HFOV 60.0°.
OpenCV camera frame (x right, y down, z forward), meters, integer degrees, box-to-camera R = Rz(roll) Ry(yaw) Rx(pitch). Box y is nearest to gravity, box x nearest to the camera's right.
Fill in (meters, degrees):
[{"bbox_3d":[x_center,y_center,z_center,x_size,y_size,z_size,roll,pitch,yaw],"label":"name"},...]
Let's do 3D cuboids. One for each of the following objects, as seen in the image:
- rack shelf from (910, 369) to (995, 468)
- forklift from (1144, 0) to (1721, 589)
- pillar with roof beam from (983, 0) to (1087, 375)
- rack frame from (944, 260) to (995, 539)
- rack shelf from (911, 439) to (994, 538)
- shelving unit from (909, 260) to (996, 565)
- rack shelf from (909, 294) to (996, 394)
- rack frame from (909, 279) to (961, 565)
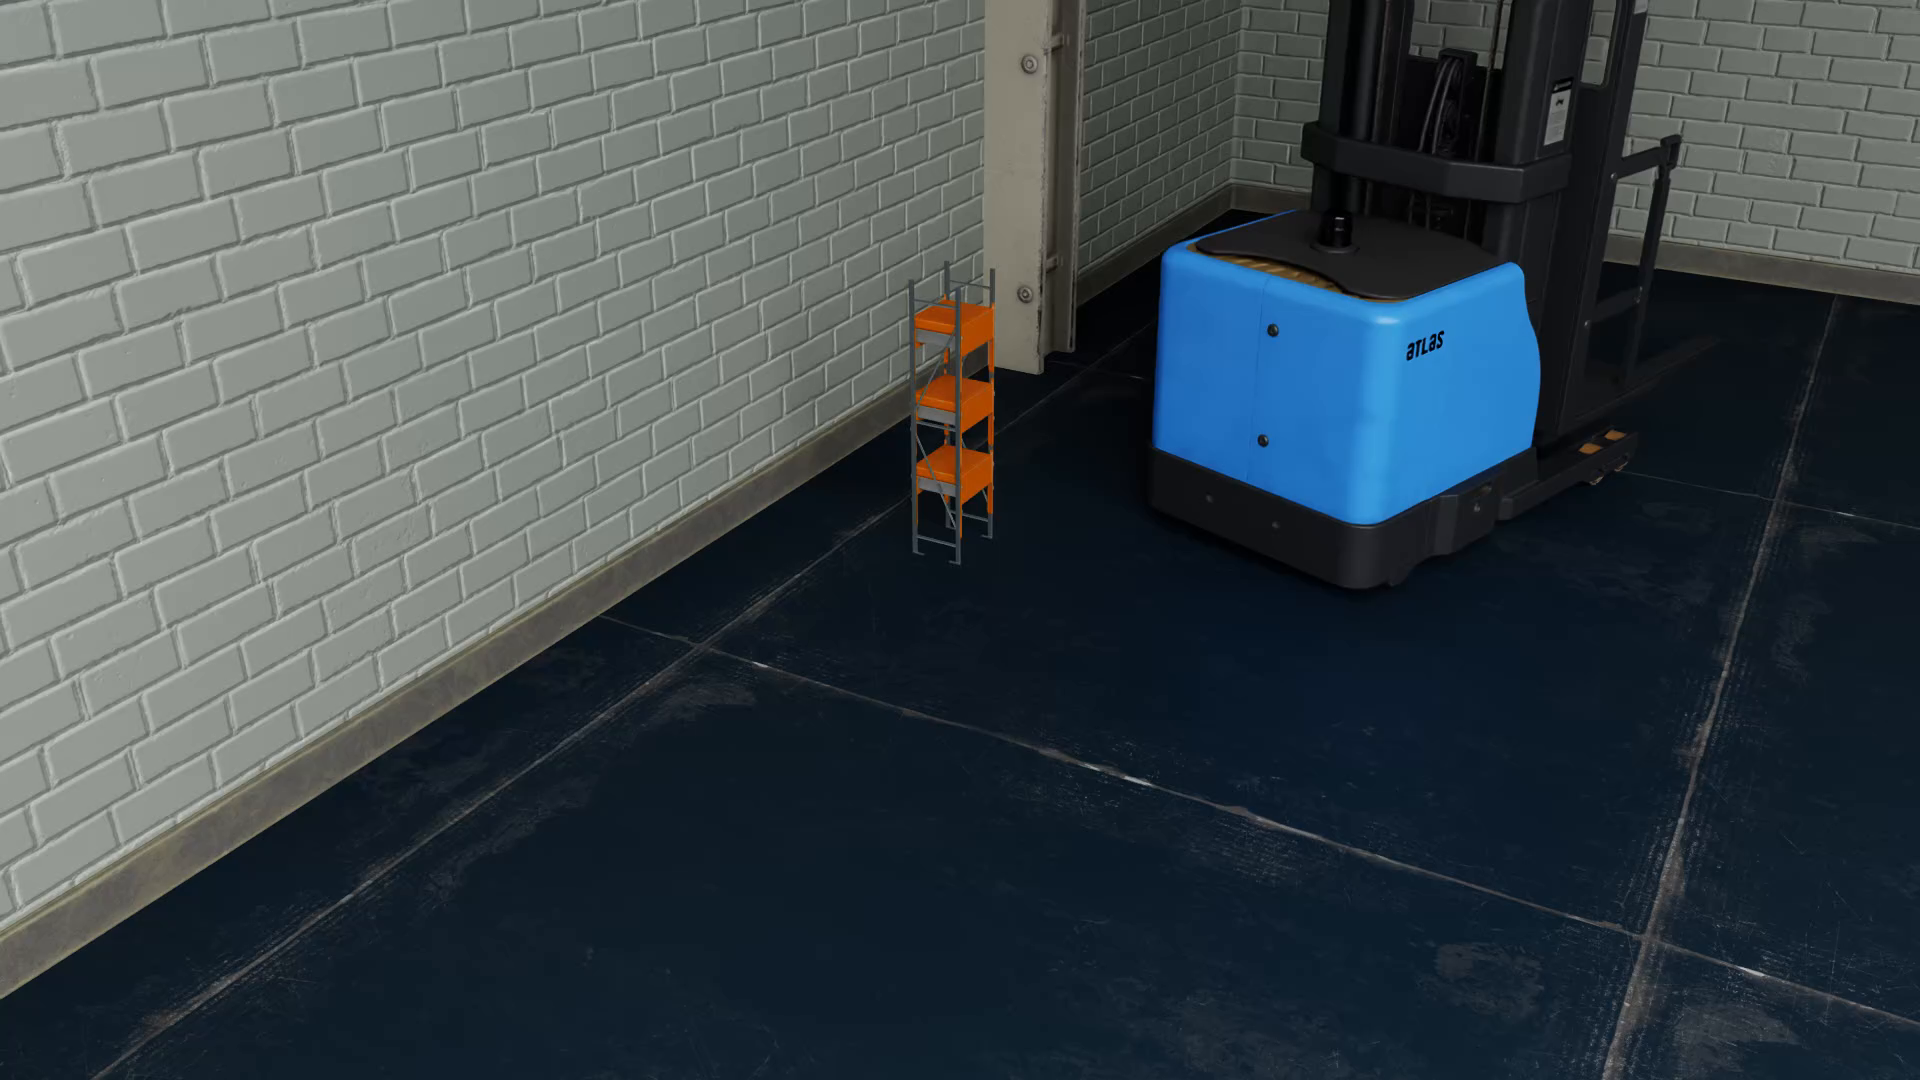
[{"bbox_3d":[-0.026,-0.439,5.978,0.215,0.259,0.240,14,30,26],"label":"rack shelf"},{"bbox_3d":[2.136,-1.687,6.345,3.031,2.935,1.130,-22,34,-37],"label":"forklift"},{"bbox_3d":[4.081,-3.961,4.110,9.100,9.000,0.400,14,30,26],"label":"pillar with roof beam"},{"bbox_3d":[0.034,-0.496,6.068,0.200,1.050,0.008,14,30,26],"label":"rack frame"},{"bbox_3d":[-0.026,-0.191,6.102,0.215,0.259,0.240,14,30,26],"label":"rack shelf"},{"bbox_3d":[-0.026,-0.449,5.973,0.215,1.050,0.252,14,30,26],"label":"shelving unit"},{"bbox_3d":[-0.026,-0.693,5.851,0.215,0.259,0.240,14,30,26],"label":"rack shelf"},{"bbox_3d":[-0.086,-0.401,5.878,0.200,1.050,0.008,14,30,26],"label":"rack frame"}]
